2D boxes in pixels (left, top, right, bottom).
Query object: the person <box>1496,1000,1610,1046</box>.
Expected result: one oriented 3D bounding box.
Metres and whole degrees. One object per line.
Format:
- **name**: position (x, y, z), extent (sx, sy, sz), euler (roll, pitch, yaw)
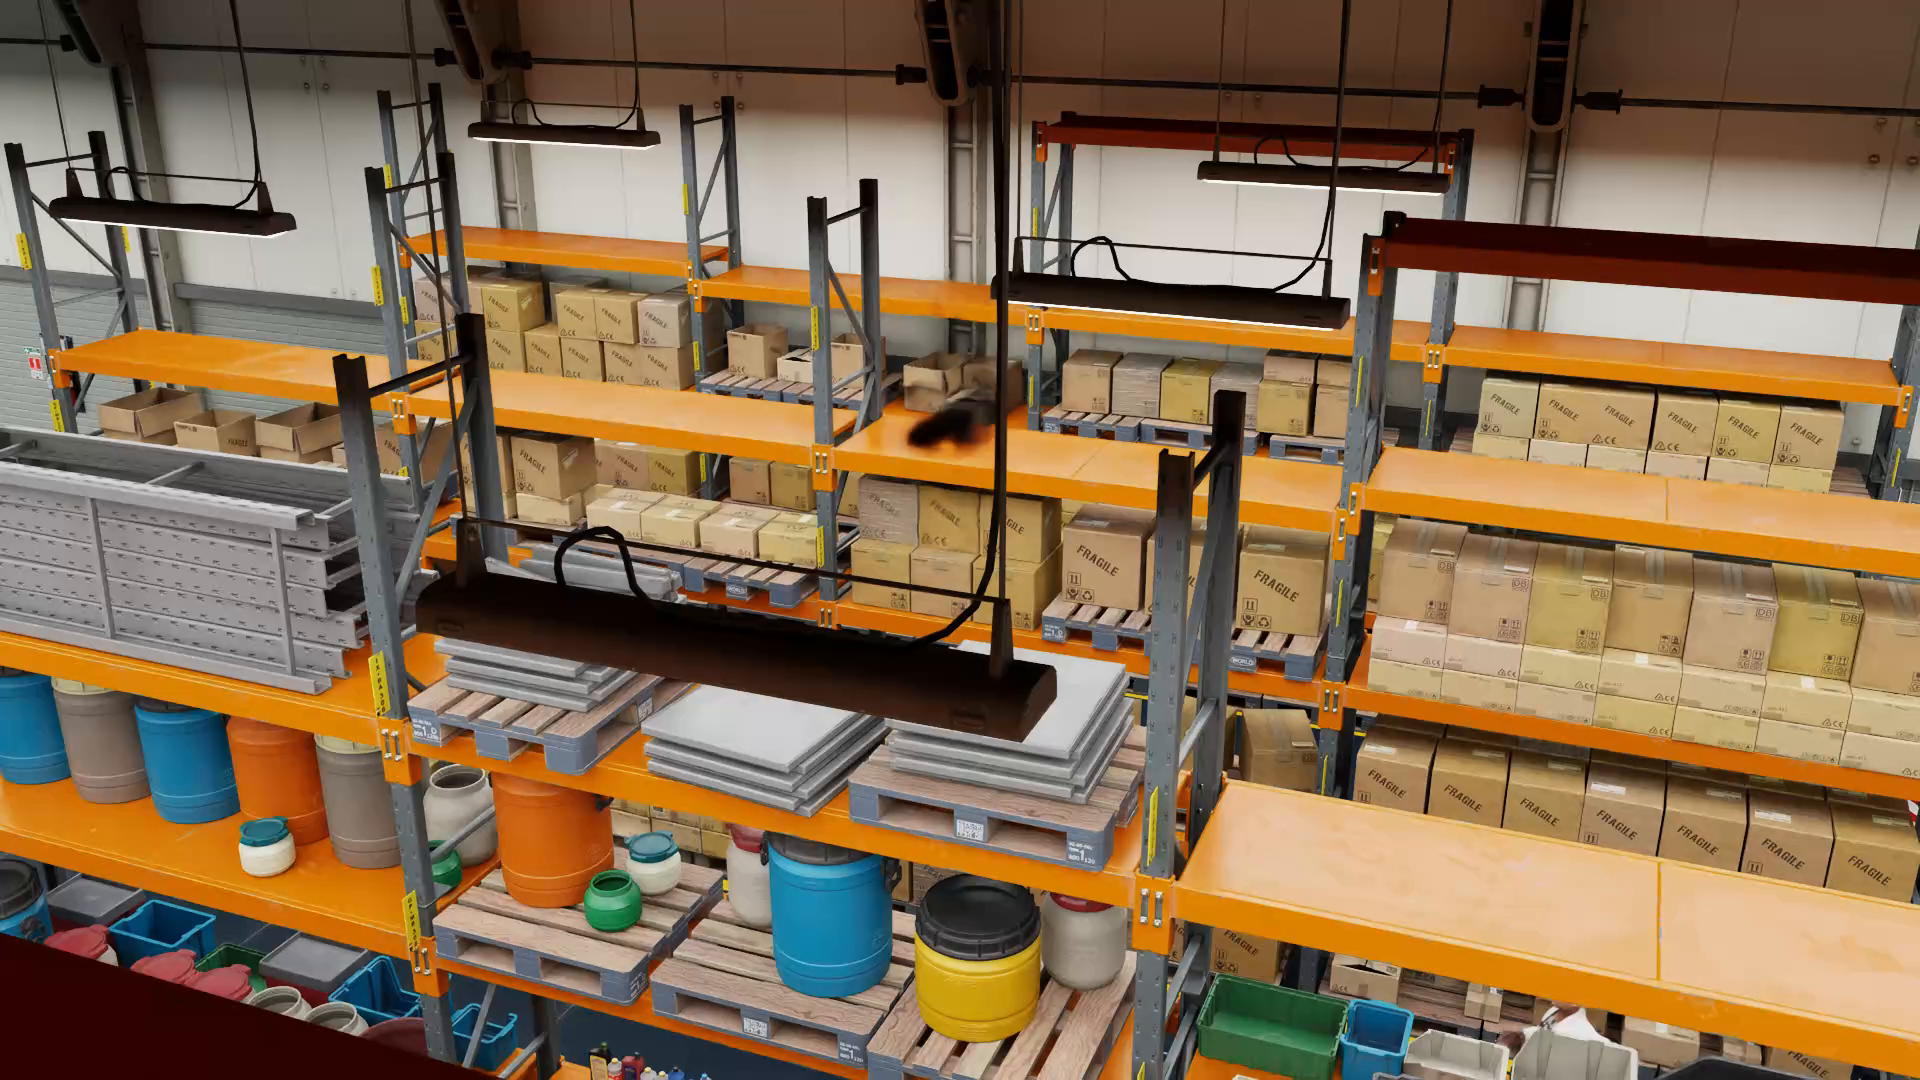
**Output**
- **person**: position (3.812, 3.551, 10.624), extent (0.798, 1.816, 0.692), euler (5, 22, 14)
